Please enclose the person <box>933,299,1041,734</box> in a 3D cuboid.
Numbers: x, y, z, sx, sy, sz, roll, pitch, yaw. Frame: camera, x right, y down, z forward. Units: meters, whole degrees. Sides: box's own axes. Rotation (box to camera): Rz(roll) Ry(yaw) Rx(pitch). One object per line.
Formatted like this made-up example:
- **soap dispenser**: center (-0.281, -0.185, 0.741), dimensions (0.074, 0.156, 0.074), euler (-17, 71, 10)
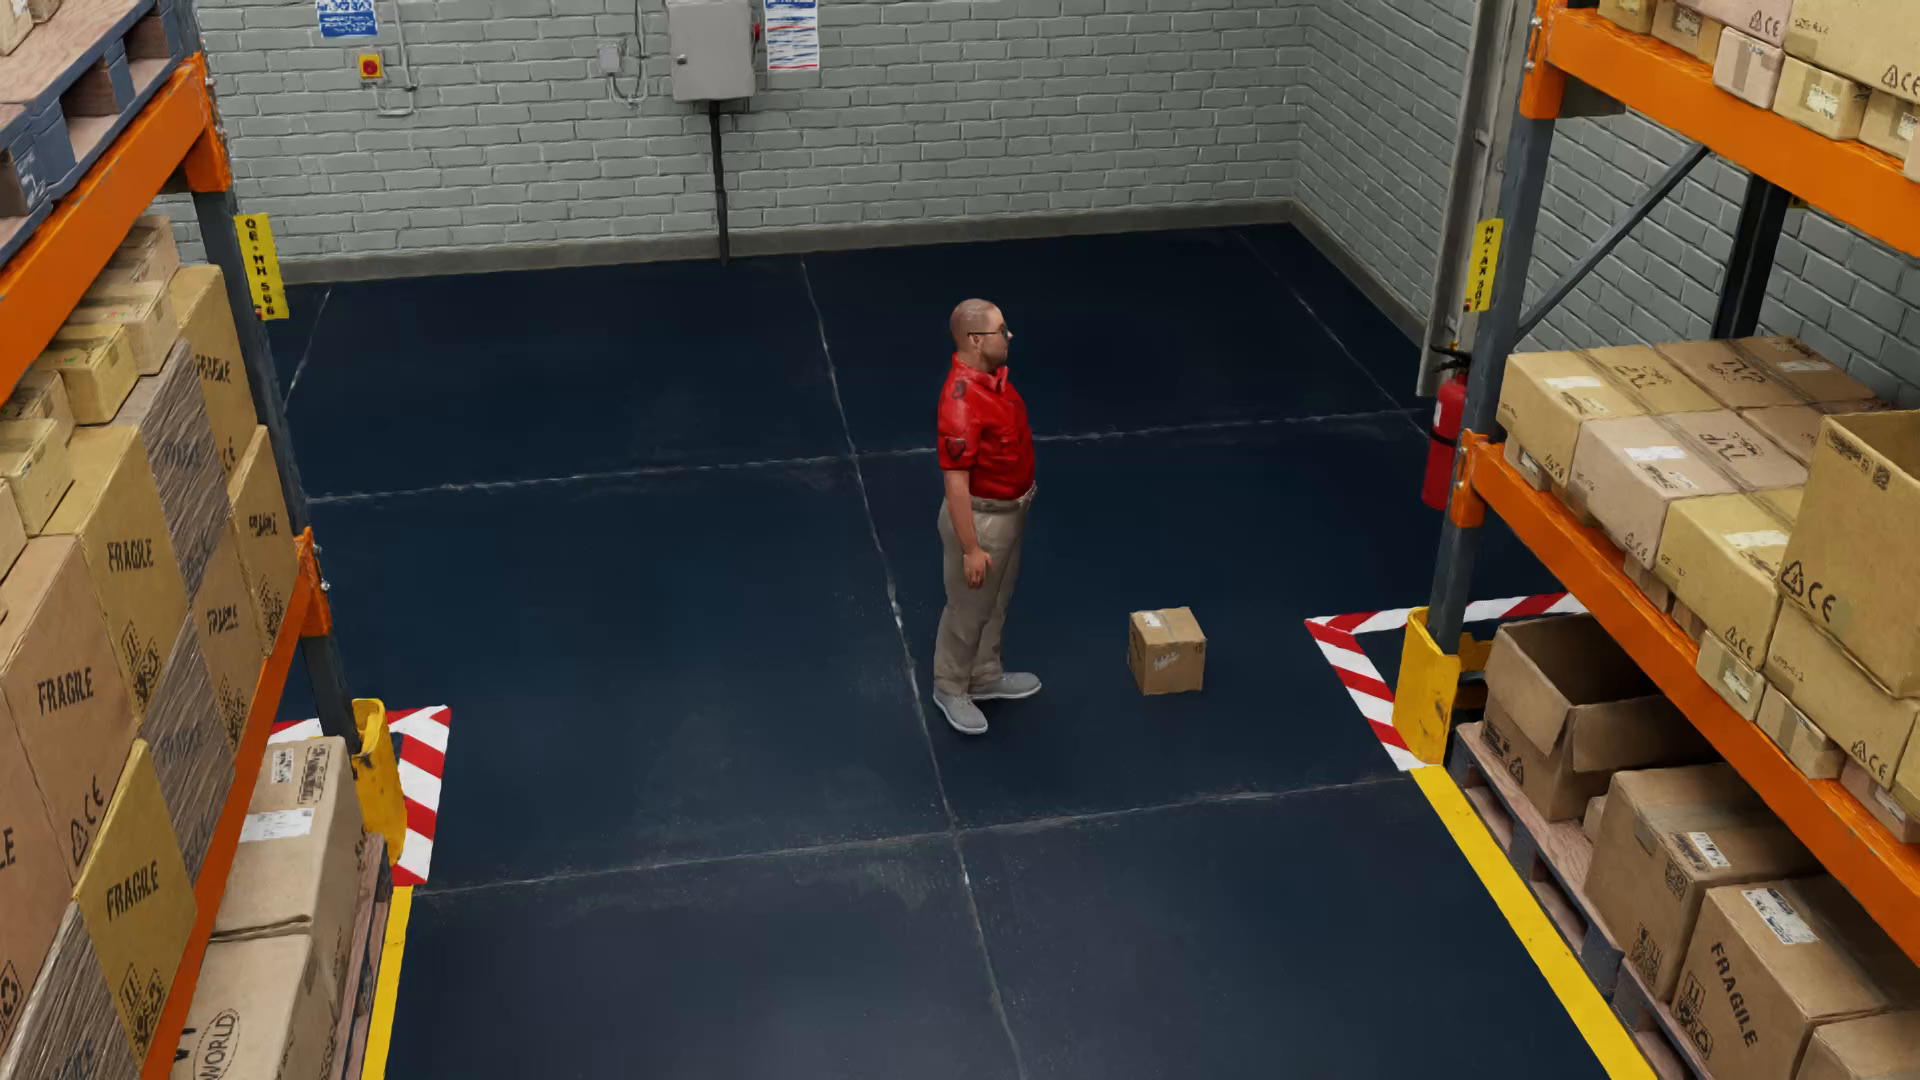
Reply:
- **person**: center (0.096, -0.080, 6.267), dimensions (0.411, 1.726, 0.591), euler (7, 31, 11)
